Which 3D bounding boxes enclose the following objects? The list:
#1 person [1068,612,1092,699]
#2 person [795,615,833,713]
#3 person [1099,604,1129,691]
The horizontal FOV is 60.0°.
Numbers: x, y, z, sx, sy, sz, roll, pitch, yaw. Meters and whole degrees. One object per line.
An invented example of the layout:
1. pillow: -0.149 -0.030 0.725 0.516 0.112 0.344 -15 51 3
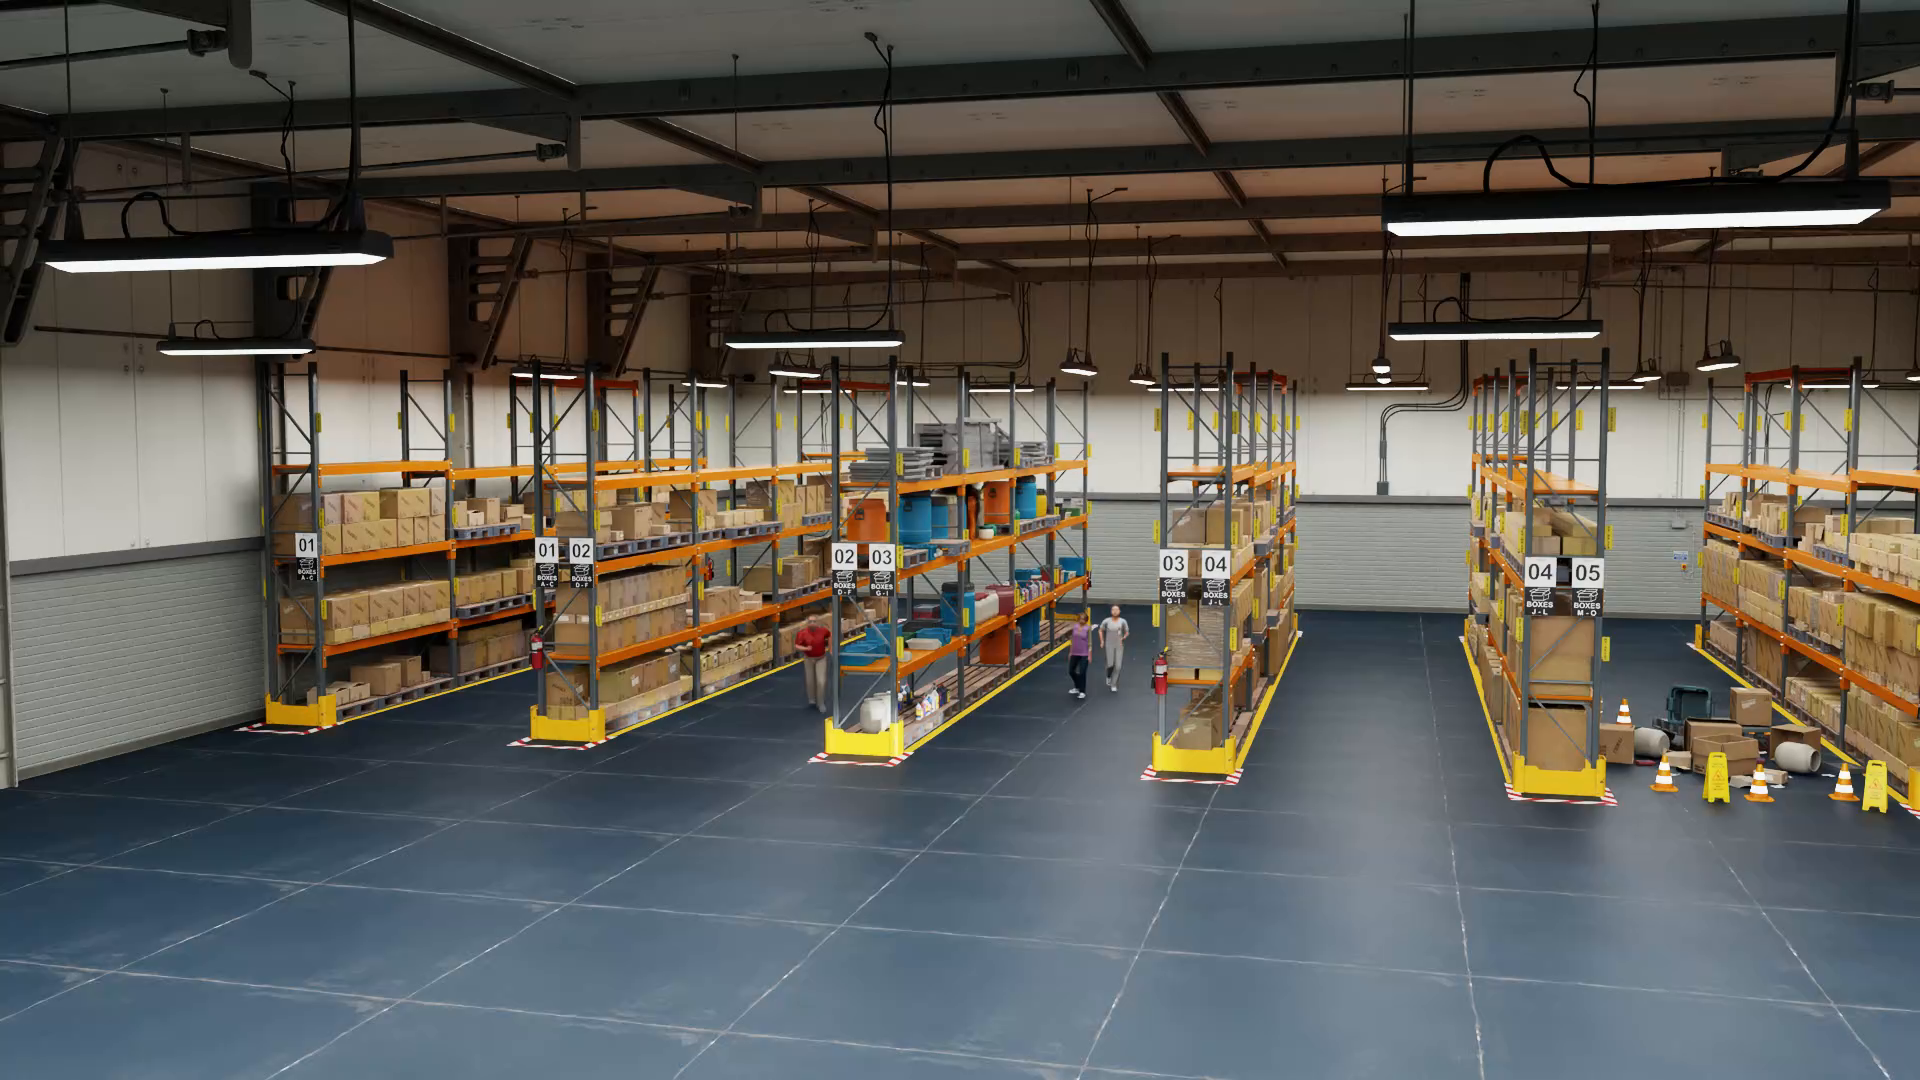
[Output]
1. person: 2.185 2.087 30.241 0.540 1.578 0.428 2 5 30
2. person: -2.528 2.138 28.981 0.670 1.711 0.994 0 4 -3
3. person: 2.878 2.009 30.968 0.556 1.626 0.557 0 4 -1
